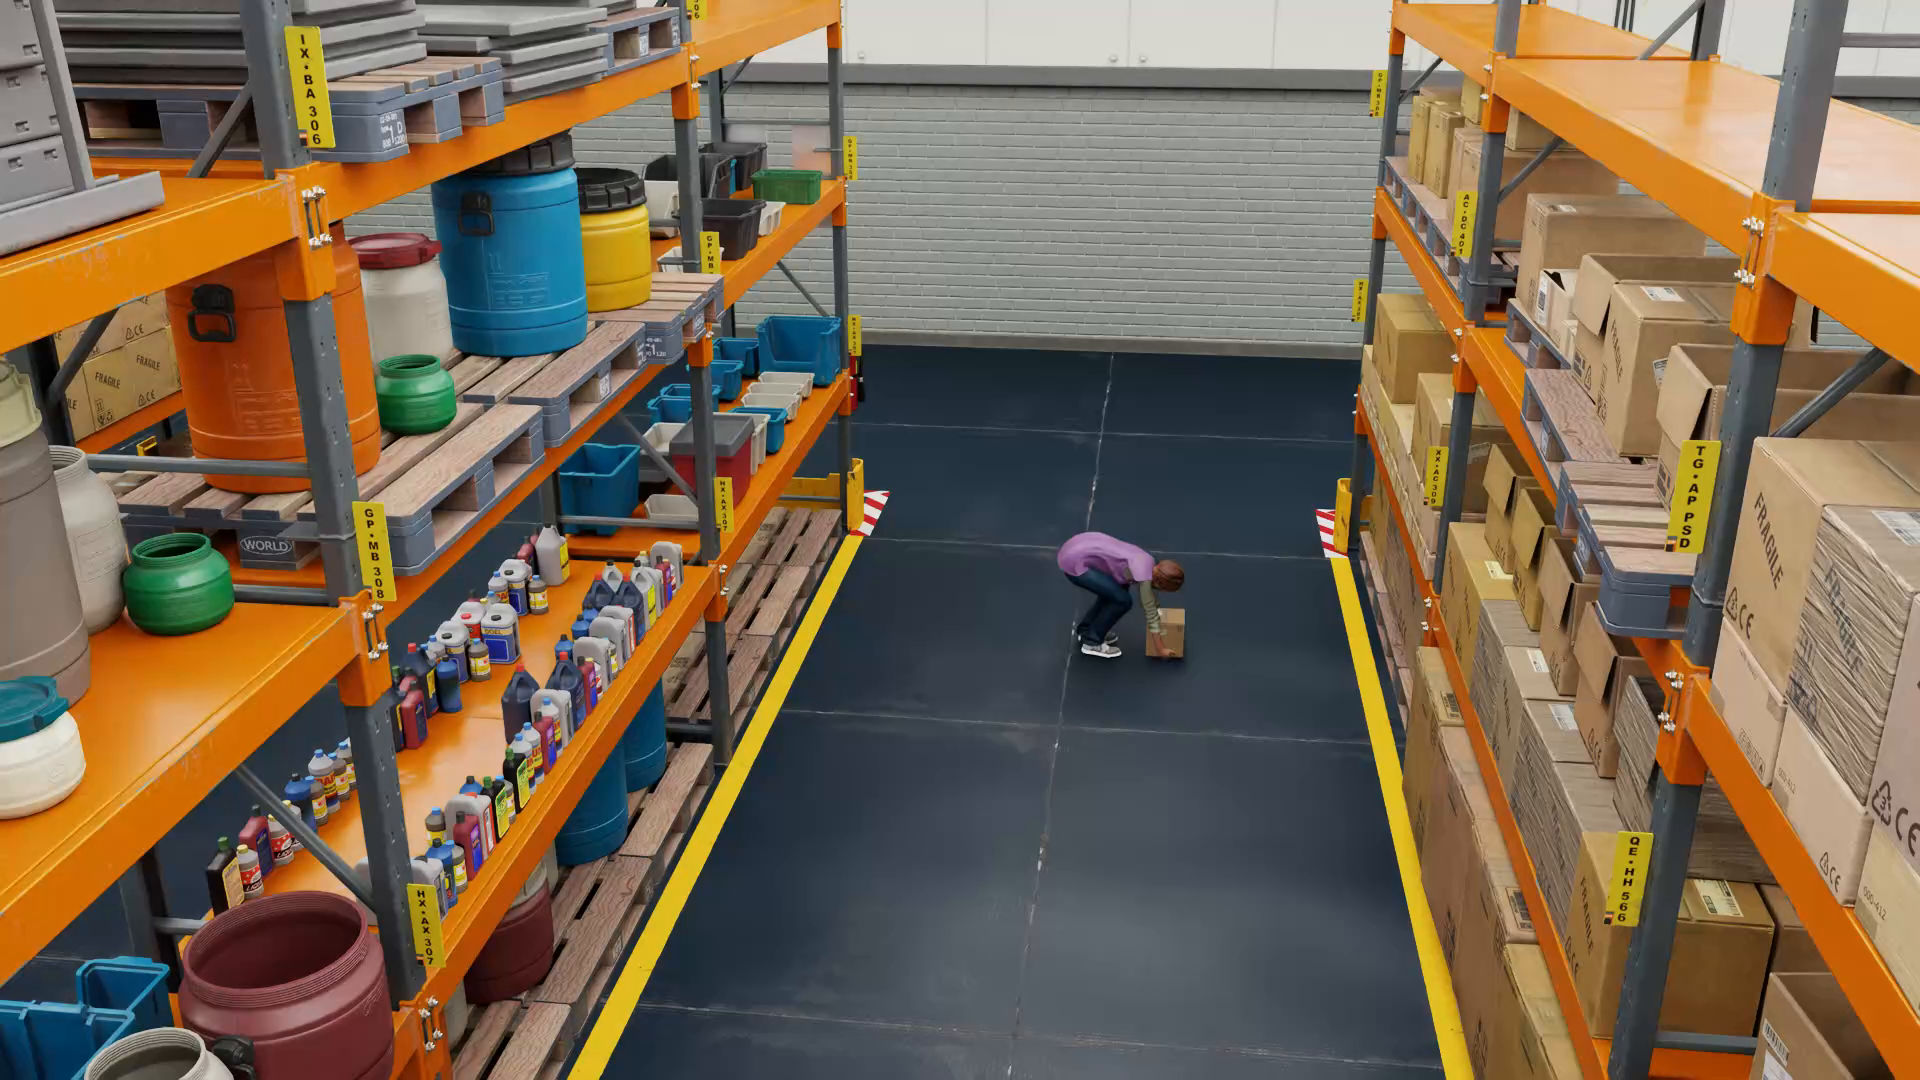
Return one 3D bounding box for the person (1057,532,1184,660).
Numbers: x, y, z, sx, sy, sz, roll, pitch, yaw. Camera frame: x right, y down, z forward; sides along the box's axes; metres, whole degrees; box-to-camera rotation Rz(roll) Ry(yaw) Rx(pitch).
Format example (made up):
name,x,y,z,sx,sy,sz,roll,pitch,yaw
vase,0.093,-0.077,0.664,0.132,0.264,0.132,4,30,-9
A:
name,x,y,z,sx,sy,sz,roll,pitch,yaw
person,1.078,0.360,11.225,0.856,0.832,0.425,2,22,4
